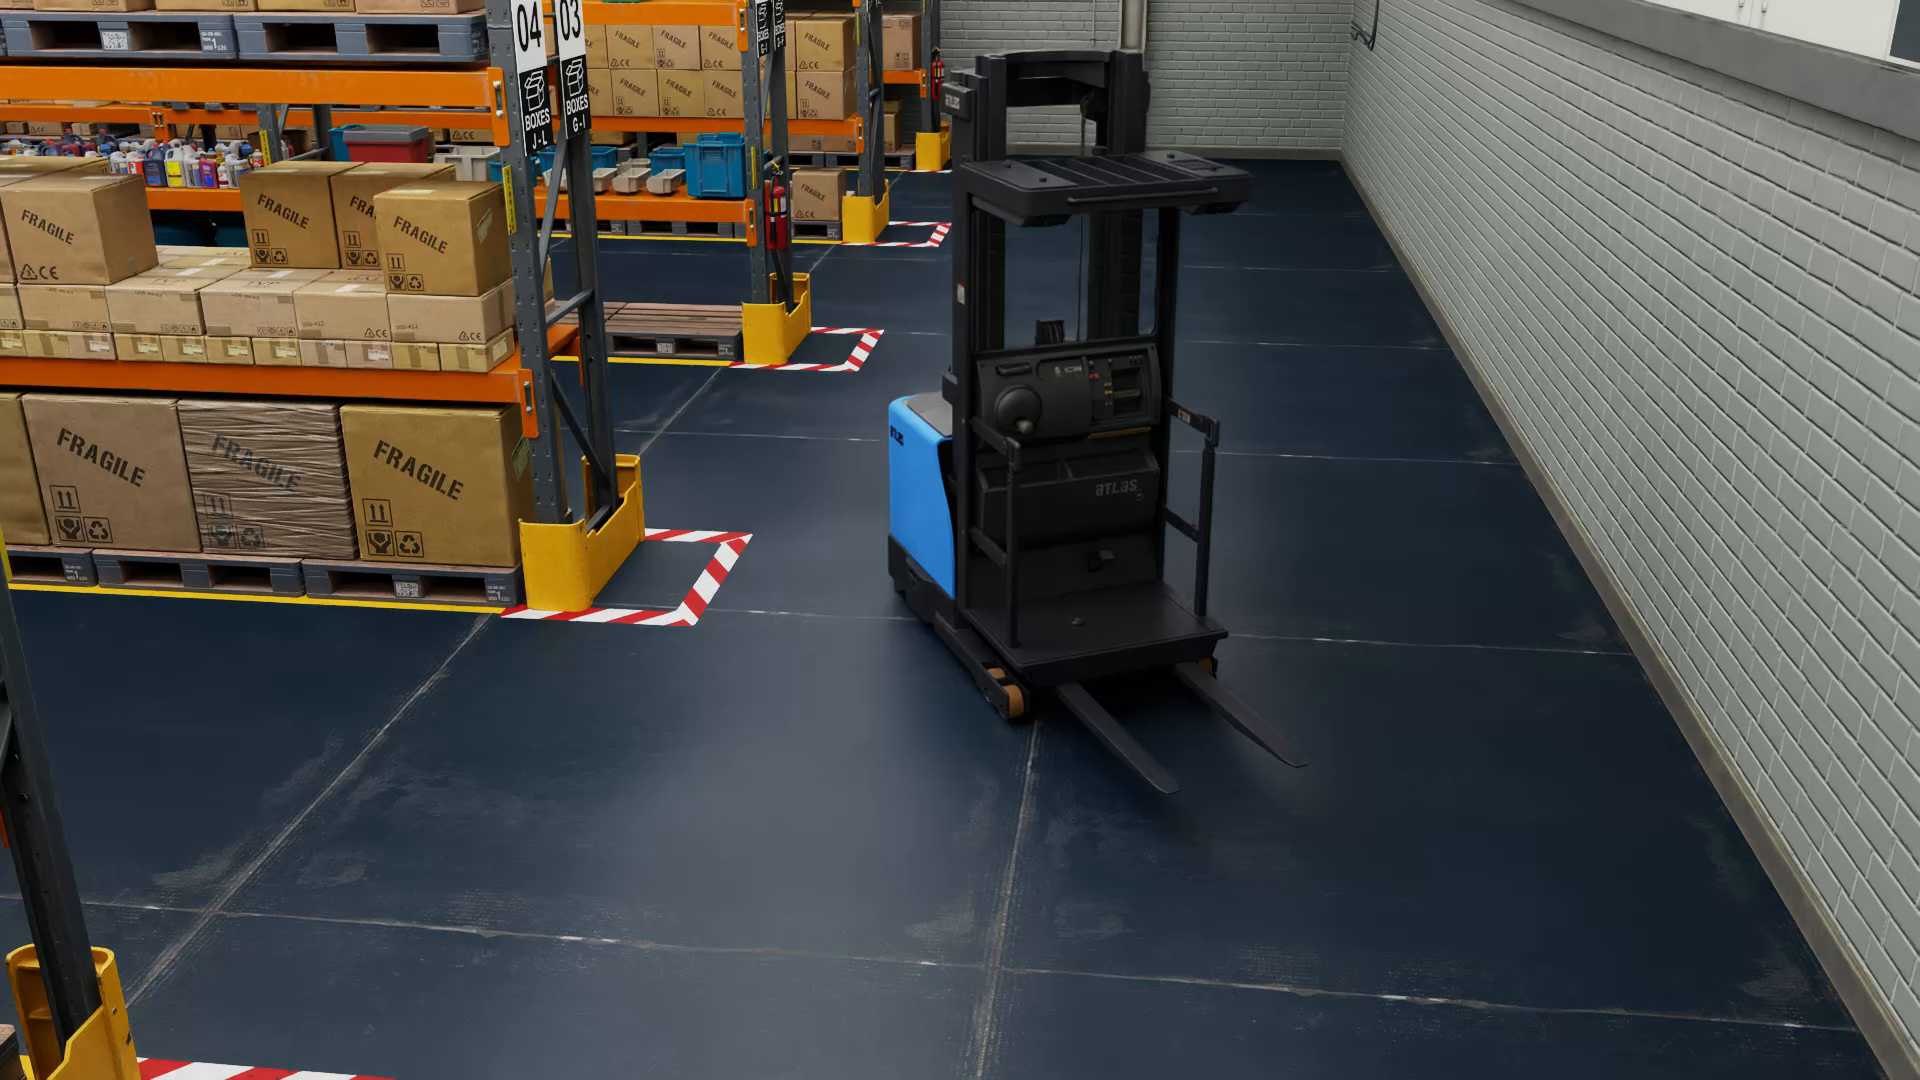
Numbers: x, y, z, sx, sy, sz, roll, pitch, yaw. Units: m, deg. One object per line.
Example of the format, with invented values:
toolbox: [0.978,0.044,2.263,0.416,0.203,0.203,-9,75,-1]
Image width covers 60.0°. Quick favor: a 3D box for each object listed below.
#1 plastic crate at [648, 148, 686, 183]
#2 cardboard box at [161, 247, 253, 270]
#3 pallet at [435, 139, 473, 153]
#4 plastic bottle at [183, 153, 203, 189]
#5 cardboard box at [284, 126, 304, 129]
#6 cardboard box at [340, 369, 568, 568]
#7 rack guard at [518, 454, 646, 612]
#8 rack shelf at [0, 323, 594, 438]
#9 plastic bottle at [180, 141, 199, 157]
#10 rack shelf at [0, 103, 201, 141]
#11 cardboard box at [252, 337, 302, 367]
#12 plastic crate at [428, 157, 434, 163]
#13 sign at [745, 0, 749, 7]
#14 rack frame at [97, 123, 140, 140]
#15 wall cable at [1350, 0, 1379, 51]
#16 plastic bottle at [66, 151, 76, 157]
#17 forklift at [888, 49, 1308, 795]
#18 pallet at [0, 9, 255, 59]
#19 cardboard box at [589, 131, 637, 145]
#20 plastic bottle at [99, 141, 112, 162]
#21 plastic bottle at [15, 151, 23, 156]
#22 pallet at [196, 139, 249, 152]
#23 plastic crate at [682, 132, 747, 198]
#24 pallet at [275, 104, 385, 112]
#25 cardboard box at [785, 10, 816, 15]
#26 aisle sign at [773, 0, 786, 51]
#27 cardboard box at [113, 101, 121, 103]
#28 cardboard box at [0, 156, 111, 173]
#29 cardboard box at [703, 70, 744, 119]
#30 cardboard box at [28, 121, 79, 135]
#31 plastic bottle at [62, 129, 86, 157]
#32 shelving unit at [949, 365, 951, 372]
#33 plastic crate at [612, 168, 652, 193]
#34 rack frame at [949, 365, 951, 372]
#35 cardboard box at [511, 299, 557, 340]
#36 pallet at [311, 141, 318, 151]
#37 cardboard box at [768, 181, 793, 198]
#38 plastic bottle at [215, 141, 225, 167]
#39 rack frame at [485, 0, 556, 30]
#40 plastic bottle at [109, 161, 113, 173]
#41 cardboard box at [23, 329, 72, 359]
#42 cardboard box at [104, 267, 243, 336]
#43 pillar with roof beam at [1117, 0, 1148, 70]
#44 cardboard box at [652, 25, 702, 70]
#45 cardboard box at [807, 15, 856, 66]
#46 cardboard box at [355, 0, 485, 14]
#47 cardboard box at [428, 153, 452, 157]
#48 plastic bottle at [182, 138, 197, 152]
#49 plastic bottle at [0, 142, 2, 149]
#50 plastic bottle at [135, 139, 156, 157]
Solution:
plastic crate: [-2.420,-3.143,13.955,0.300,0.233,0.416,2,22,6]
cardboard box: [-4.121,-1.477,9.394,0.500,0.250,0.500,2,22,5]
pallet: [-7.564,-5.638,23.914,1.213,0.211,1.003,2,22,6]
plastic bottle: [-6.324,-3.063,13.777,0.135,0.276,0.152,2,22,6]
cardboard box: [-9.557,-6.115,24.130,0.500,0.500,0.700,2,22,6]
cardboard box: [-2.787,-0.431,9.268,0.875,0.875,0.875,2,22,6]
rack guard: [-2.118,-0.061,9.415,0.348,0.500,1.175,2,22,6]
rack shelf: [-4.128,-0.977,9.309,4.000,0.370,1.077,2,22,6]
plastic bottle: [-6.466,-3.156,13.911,0.185,0.351,0.144,2,22,6]
rack shelf: [-10.903,-4.940,19.333,4.000,0.370,1.077,2,22,6]
cardboard box: [-3.549,-1.047,8.850,0.250,0.149,0.380,2,22,5]
plastic crate: [-4.388,-3.156,14.135,0.590,0.125,0.437,2,22,6]
sign: [-1.608,-4.178,12.490,0.005,0.325,0.100,2,22,6]
rack frame: [-12.310,-7.170,23.995,0.127,3.000,1.000,2,22,6]
wall cable: [5.181,-7.621,21.200,0.112,2.526,3.097,2,22,6]
plastic bottle: [-7.432,-3.122,13.932,0.097,0.271,0.097,0,22,0]
forklift: [0.602,-0.692,7.703,1.130,2.935,3.031,-8,23,-20]
pallet: [-4.095,-2.659,8.626,1.213,0.211,1.003,2,22,6]
cardboard box: [-5.026,-6.000,23.388,0.750,0.750,0.750,3,22,7]
plastic bottle: [-7.418,-3.327,14.449,0.097,0.271,0.097,0,22,0]
plastic bottle: [-7.853,-3.118,13.921,0.097,0.271,0.097,0,22,0]
pallet: [-10.322,-5.788,24.292,1.213,0.211,1.003,2,22,6]
plastic crate: [-1.914,-3.024,13.379,0.499,0.435,0.616,2,22,6]
pallet: [-6.985,-5.016,18.809,1.213,0.211,1.003,2,22,6]
cardboard box: [-2.381,-6.872,22.834,0.700,0.700,0.980,1,22,4]
aisle sign: [-1.453,-4.348,13.321,0.004,0.787,0.394,2,22,6]
cardboard box: [-9.782,-5.256,19.275,0.500,0.311,0.500,2,22,6]
cardboard box: [-5.129,-1.870,9.369,0.500,0.500,0.500,3,22,7]
cardboard box: [-2.460,-4.853,17.999,0.500,0.500,0.500,3,22,7]
cardboard box: [-13.345,-6.242,24.450,0.500,0.500,0.500,1,22,2]
plastic bottle: [-7.764,-3.423,14.586,0.185,0.351,0.144,2,22,6]
shelving unit: [0.053,-0.486,9.741,0.252,1.050,0.215,2,22,6]
plastic crate: [-2.677,-2.926,13.537,0.243,0.136,0.396,2,22,6]
rack frame: [-0.068,-0.491,9.754,0.008,1.050,0.200,2,22,6]
cardboard box: [-2.456,-1.244,9.348,0.250,0.149,0.380,3,22,7]
pallet: [-9.114,-5.734,24.157,1.213,0.211,1.003,2,22,6]
cardboard box: [-1.976,-3.916,18.907,0.500,0.250,0.500,2,22,6]
plastic bottle: [-6.422,-3.336,14.474,0.097,0.271,0.097,0,22,0]
rack frame: [-2.142,-4.015,7.855,0.127,3.000,1.000,2,22,6]
plastic bottle: [-7.077,-3.051,13.849,0.097,0.201,0.097,0,22,0]
cardboard box: [-4.822,-1.103,8.991,0.250,0.149,0.380,2,22,6]
cardboard box: [-4.182,-1.283,8.904,0.500,0.250,0.500,3,22,6]
pillar with roof beam: [1.883,-8.067,18.106,0.400,9.000,9.100,2,22,6]
cardboard box: [-2.974,-5.336,17.862,0.500,0.500,0.500,3,22,8]
cardboard box: [-1.382,-5.469,18.196,0.500,0.500,0.500,3,22,8]
cardboard box: [-2.665,-2.911,8.300,0.500,0.500,0.700,1,22,3]
cardboard box: [-5.928,-4.186,19.249,0.500,0.500,0.500,3,22,7]
plastic bottle: [-6.727,-3.362,14.523,0.133,0.283,0.061,2,22,6]
plastic bottle: [-8.517,-3.428,14.705,0.097,0.271,0.097,0,22,0]
plastic bottle: [-7.096,-3.358,14.522,0.135,0.276,0.152,2,22,6]
